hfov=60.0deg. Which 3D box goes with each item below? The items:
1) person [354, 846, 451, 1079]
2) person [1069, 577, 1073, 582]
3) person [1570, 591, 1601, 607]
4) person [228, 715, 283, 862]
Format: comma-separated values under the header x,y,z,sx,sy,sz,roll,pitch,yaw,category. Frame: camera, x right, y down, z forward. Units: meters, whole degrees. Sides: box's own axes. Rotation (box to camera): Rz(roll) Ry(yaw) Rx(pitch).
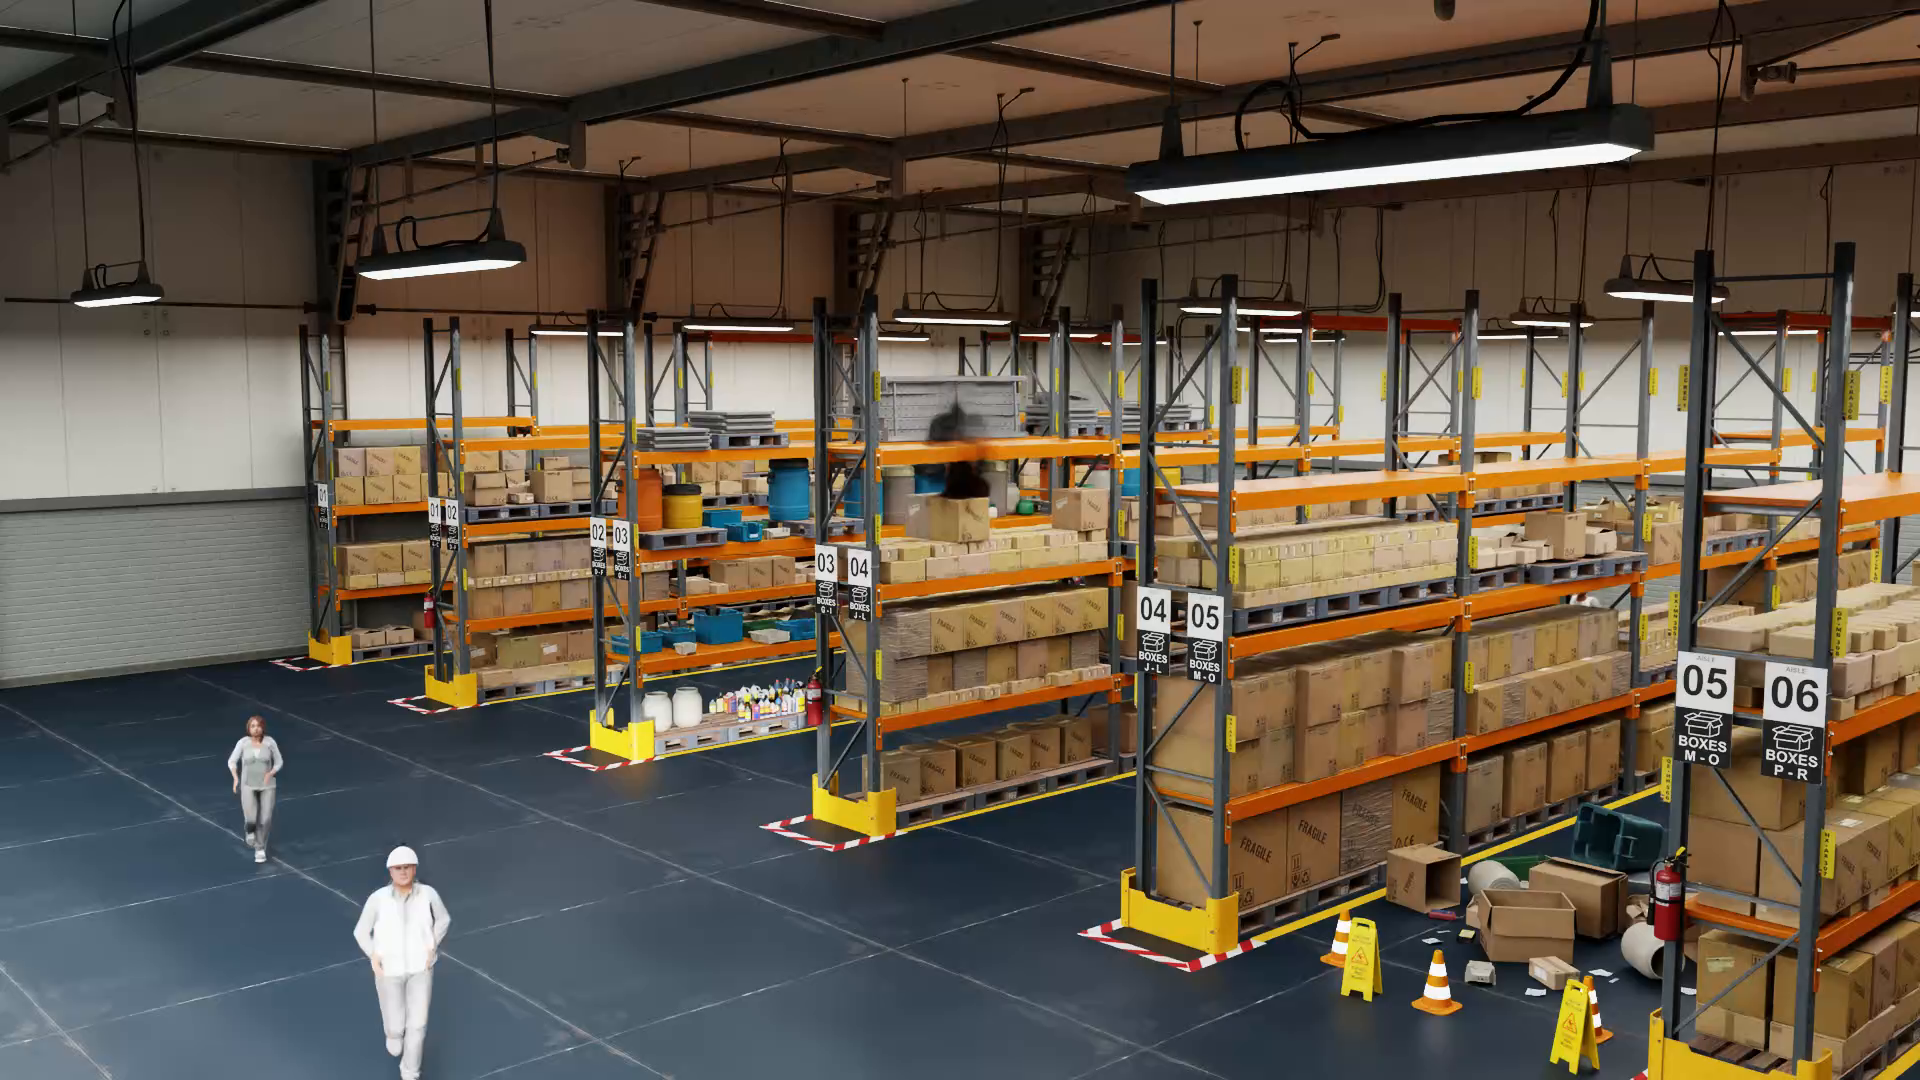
x,y,z,sx,sy,sz,roll,pitch,yaw,category
-4.027,3.082,12.068,0.675,1.738,0.762,-3,6,-24,person
1.933,1.101,32.188,0.615,1.657,0.555,4,7,32,person
10.146,1.538,27.086,0.888,1.803,0.684,-5,7,-38,person
-7.412,2.637,17.538,0.533,1.537,0.541,-3,6,-25,person
